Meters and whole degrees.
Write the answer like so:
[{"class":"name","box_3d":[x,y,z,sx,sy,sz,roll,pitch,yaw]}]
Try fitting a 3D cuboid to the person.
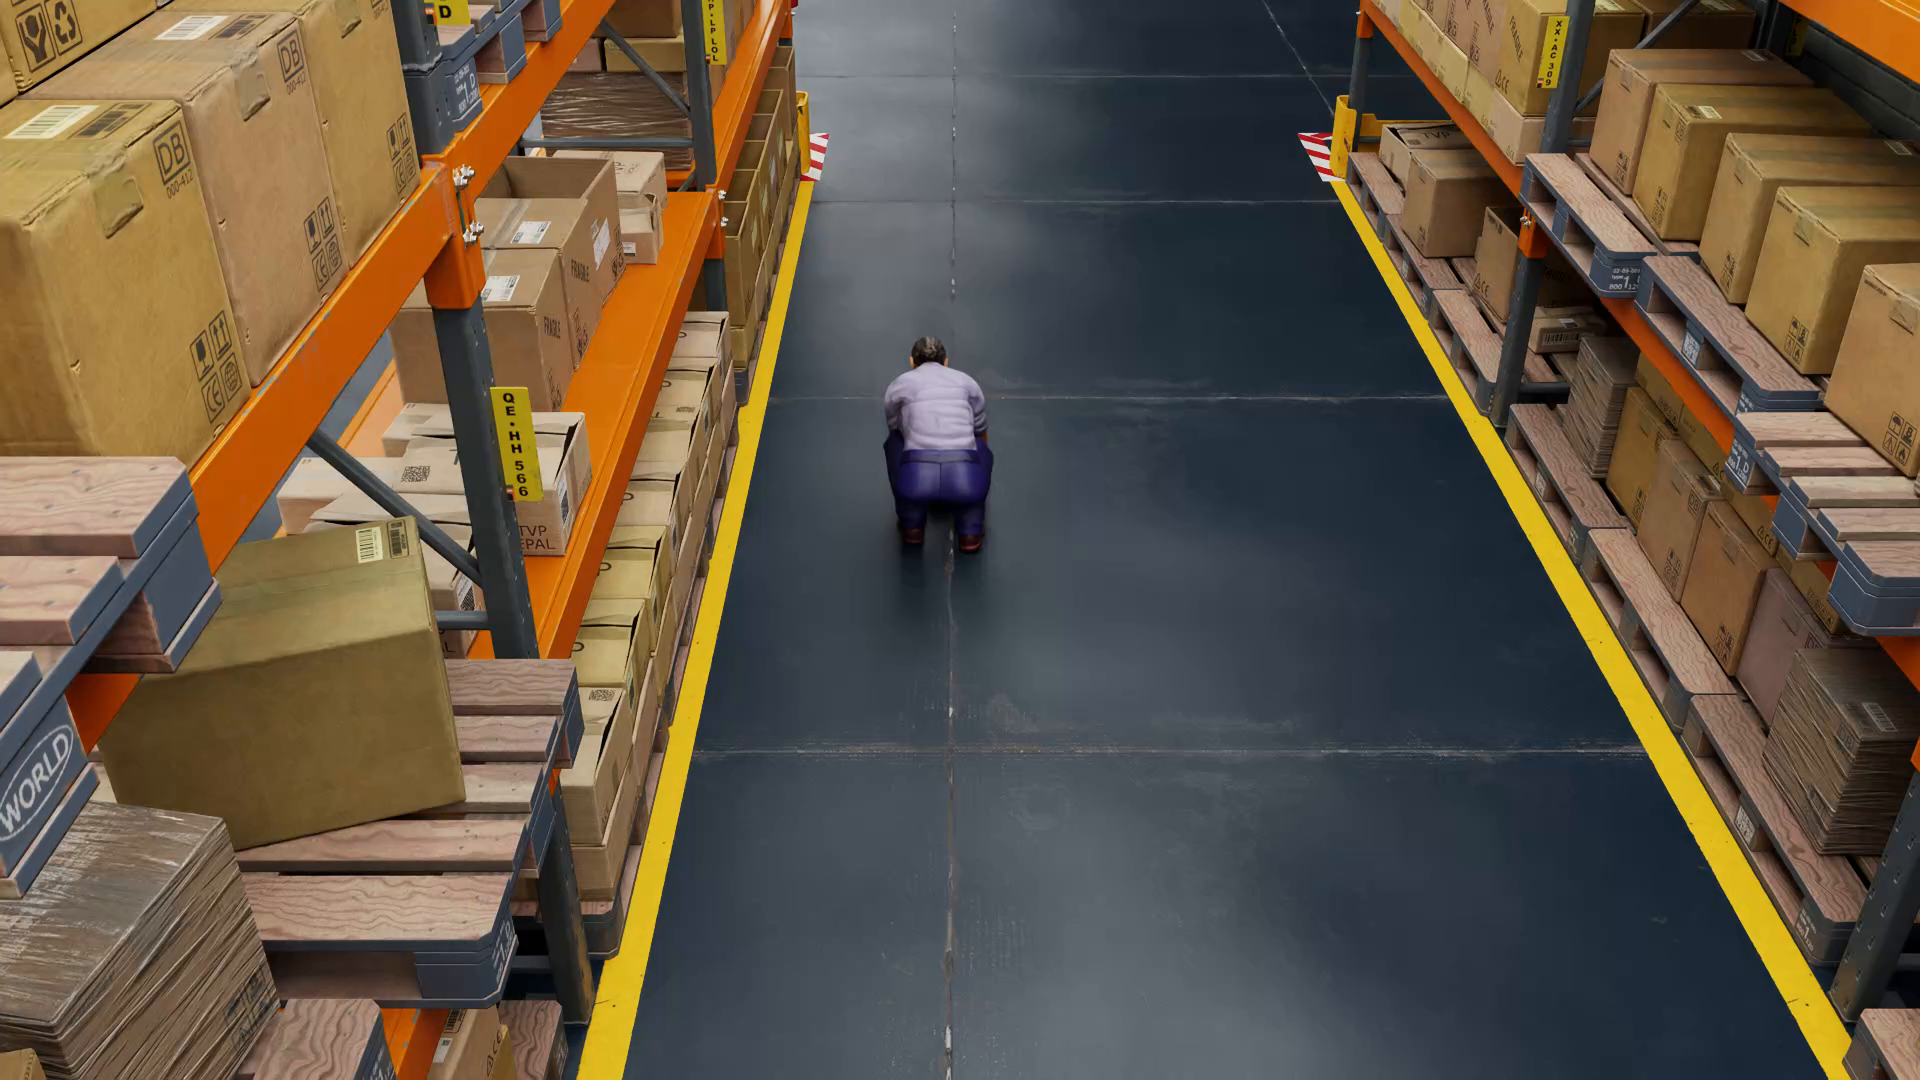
[{"class":"person","box_3d":[-0.099,-0.420,7.625,0.518,0.821,0.818,0,32,0]}]
